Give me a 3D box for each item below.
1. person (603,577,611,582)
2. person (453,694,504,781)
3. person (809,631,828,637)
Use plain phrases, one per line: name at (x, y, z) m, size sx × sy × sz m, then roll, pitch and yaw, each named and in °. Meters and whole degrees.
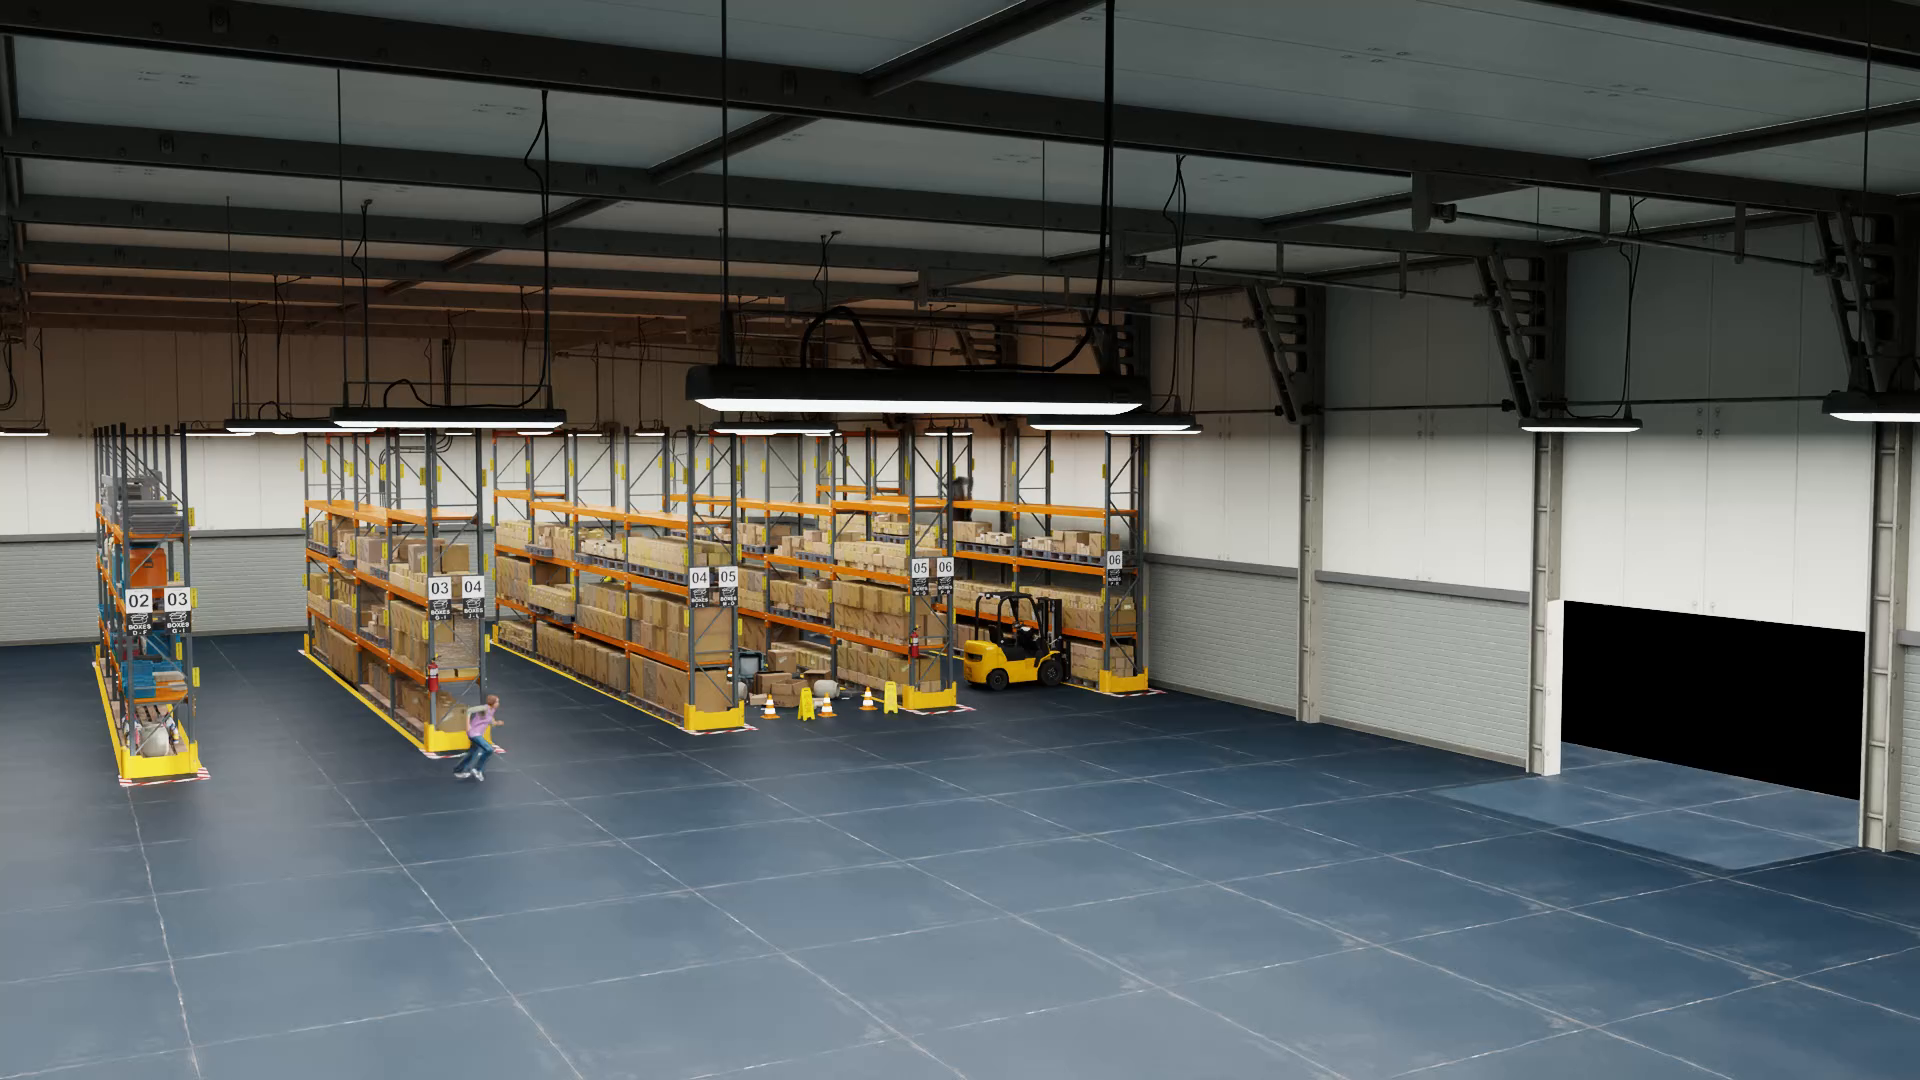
person at (-10.167, 1.925, 48.641) m, size 0.603 × 1.729 × 0.710 m, roll 1°, pitch 4°, yaw 22°
person at (-8.067, 3.329, 27.776) m, size 0.894 × 1.432 × 0.579 m, roll 1°, pitch 3°, yaw 9°
person at (-3.998, 1.991, 48.032) m, size 0.832 × 1.641 × 0.549 m, roll 2°, pitch 4°, yaw 27°
